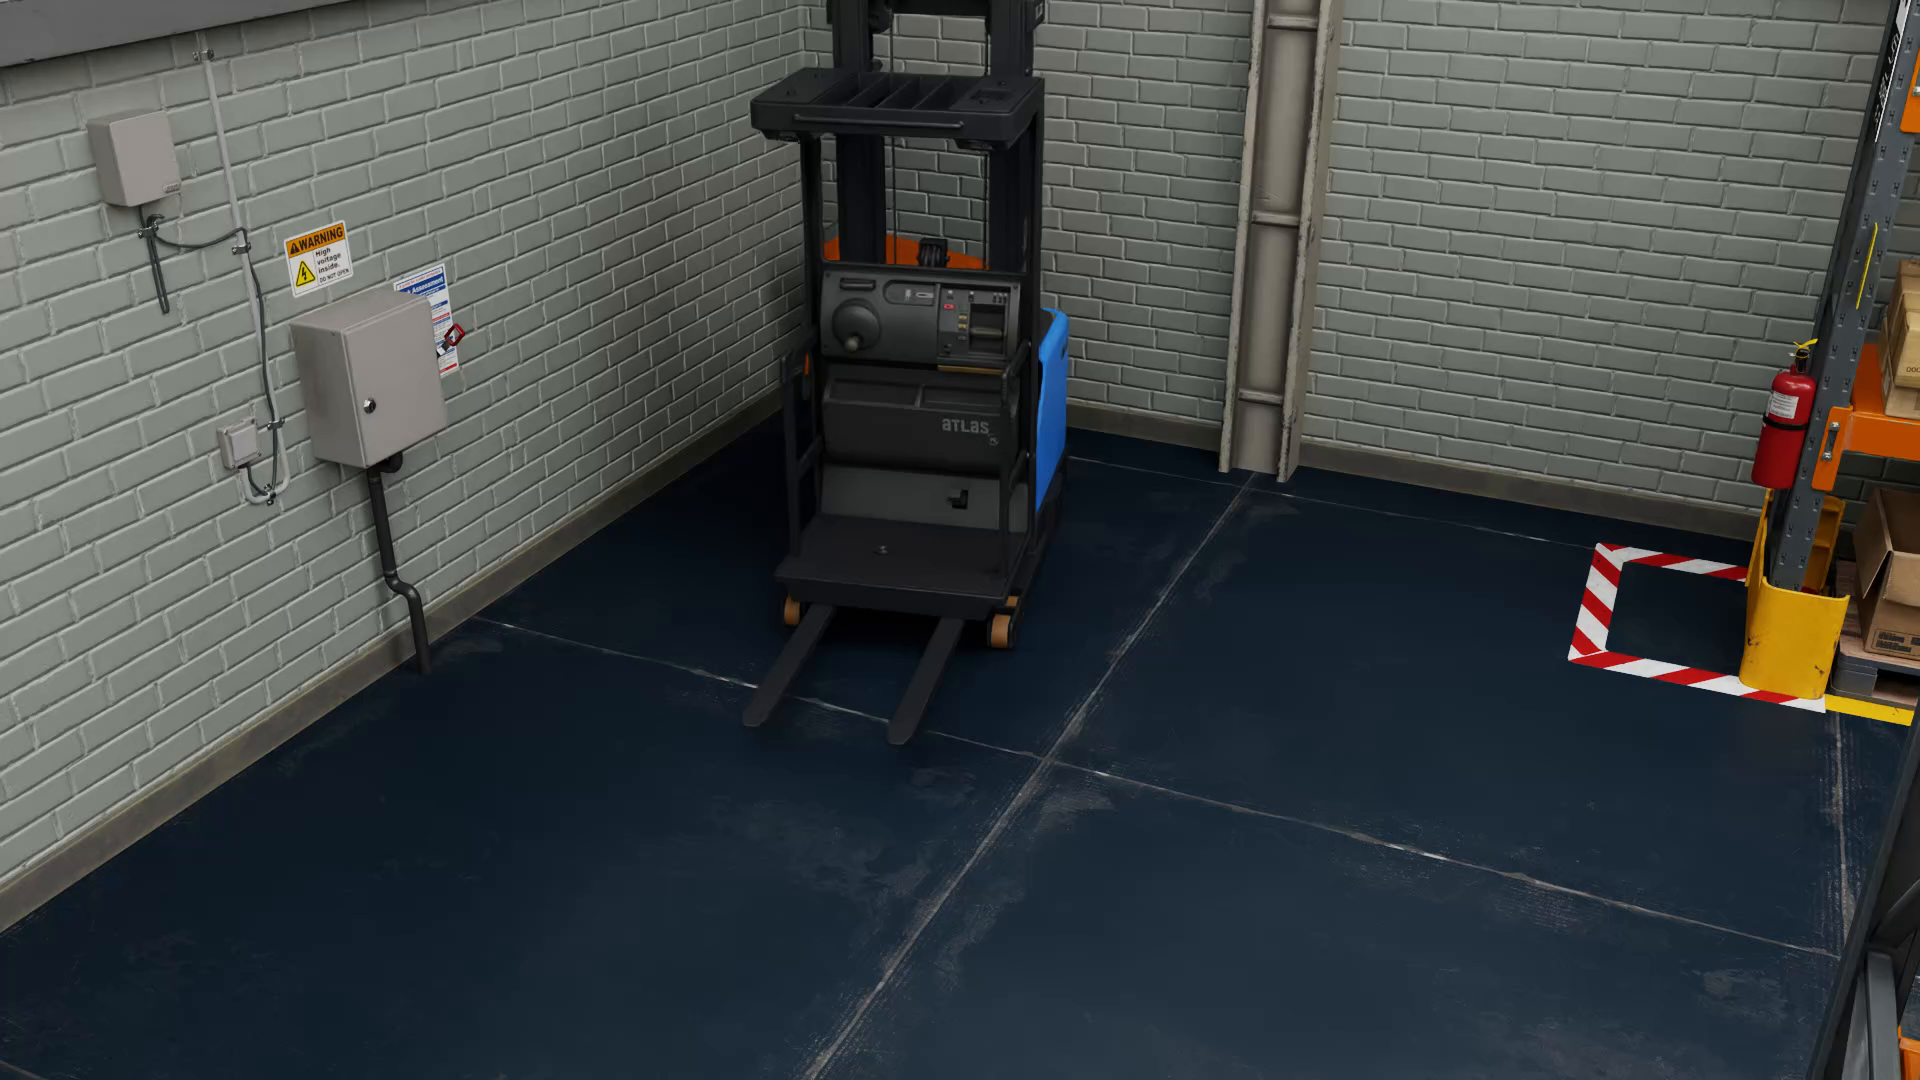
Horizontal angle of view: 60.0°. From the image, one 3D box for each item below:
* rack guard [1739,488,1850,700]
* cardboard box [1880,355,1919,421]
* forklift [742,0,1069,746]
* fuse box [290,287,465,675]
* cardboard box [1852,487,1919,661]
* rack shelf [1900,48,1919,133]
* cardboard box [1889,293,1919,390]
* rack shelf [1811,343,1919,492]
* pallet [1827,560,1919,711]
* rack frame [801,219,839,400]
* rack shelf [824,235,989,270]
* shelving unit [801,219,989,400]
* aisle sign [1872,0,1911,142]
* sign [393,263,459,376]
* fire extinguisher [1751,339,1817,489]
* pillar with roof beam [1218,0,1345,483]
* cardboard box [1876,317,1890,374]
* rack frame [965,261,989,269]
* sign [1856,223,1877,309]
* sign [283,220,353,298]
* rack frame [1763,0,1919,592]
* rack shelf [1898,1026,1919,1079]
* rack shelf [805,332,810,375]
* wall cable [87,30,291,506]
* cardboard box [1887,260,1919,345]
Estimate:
[{"bbox_3d":[3.876,0.223,7.731,0.348,0.500,1.175,11,28,22],"label":"rack guard"},{"bbox_3d":[3.993,-0.629,6.916,0.250,0.149,0.380,11,28,21],"label":"cardboard box"},{"bbox_3d":[-0.228,-0.988,7.438,1.130,2.935,3.031,6,27,11],"label":"forklift"},{"bbox_3d":[-2.384,-0.177,7.173,0.414,1.711,0.539,11,28,22],"label":"fuse box"},{"bbox_3d":[4.325,0.169,7.361,0.637,0.503,0.797,10,28,20],"label":"cardboard box"},{"bbox_3d":[5.628,-1.570,5.961,4.000,0.370,1.077,11,28,22],"label":"rack shelf"},{"bbox_3d":[4.109,-0.787,6.786,0.500,0.250,0.500,12,28,22],"label":"cardboard box"},{"bbox_3d":[5.628,-0.224,6.623,4.000,0.370,1.077,11,28,22],"label":"rack shelf"},{"bbox_3d":[4.602,0.498,7.499,1.213,0.211,1.003,11,28,22],"label":"pallet"},{"bbox_3d":[-0.813,-1.453,10.126,0.032,1.125,0.500,18,34,19],"label":"rack frame"},{"bbox_3d":[-0.333,-1.553,9.804,1.000,0.278,0.538,18,34,19],"label":"rack shelf"},{"bbox_3d":[-0.355,-1.307,9.961,1.048,1.125,0.538,18,34,19],"label":"shelving unit"},{"bbox_3d":[3.624,-1.973,6.418,0.004,0.787,0.394,11,28,22],"label":"aisle sign"},{"bbox_3d":[-2.368,-0.949,7.389,0.001,0.494,0.329,11,28,22],"label":"sign"},{"bbox_3d":[3.482,-0.551,6.984,0.183,0.674,0.296,11,28,22],"label":"fire extinguisher"},{"bbox_3d":[-0.056,-2.728,4.103,0.400,9.000,9.100,11,28,22],"label":"pillar with roof beam"},{"bbox_3d":[4.220,-0.847,7.359,0.250,0.149,0.380,11,28,21],"label":"cardboard box"},{"bbox_3d":[0.104,-1.161,9.797,0.032,1.125,0.500,18,34,19],"label":"rack frame"},{"bbox_3d":[3.583,-1.082,6.572,0.005,0.325,0.100,11,28,22],"label":"sign"},{"bbox_3d":[-2.596,-1.141,6.737,0.001,0.242,0.339,11,28,22],"label":"sign"},{"bbox_3d":[3.807,-0.912,7.207,0.127,3.000,1.000,11,28,22],"label":"rack frame"},{"bbox_3d":[3.577,1.773,2.568,4.000,0.370,1.077,11,28,22],"label":"rack shelf"},{"bbox_3d":[-0.373,-1.102,10.092,1.000,0.278,0.538,18,34,19],"label":"rack shelf"},{"bbox_3d":[-2.810,-0.965,6.165,0.122,1.984,0.588,11,28,22],"label":"wall cable"},{"bbox_3d":[4.336,-1.001,7.220,0.500,0.250,0.500,12,29,23],"label":"cardboard box"}]
